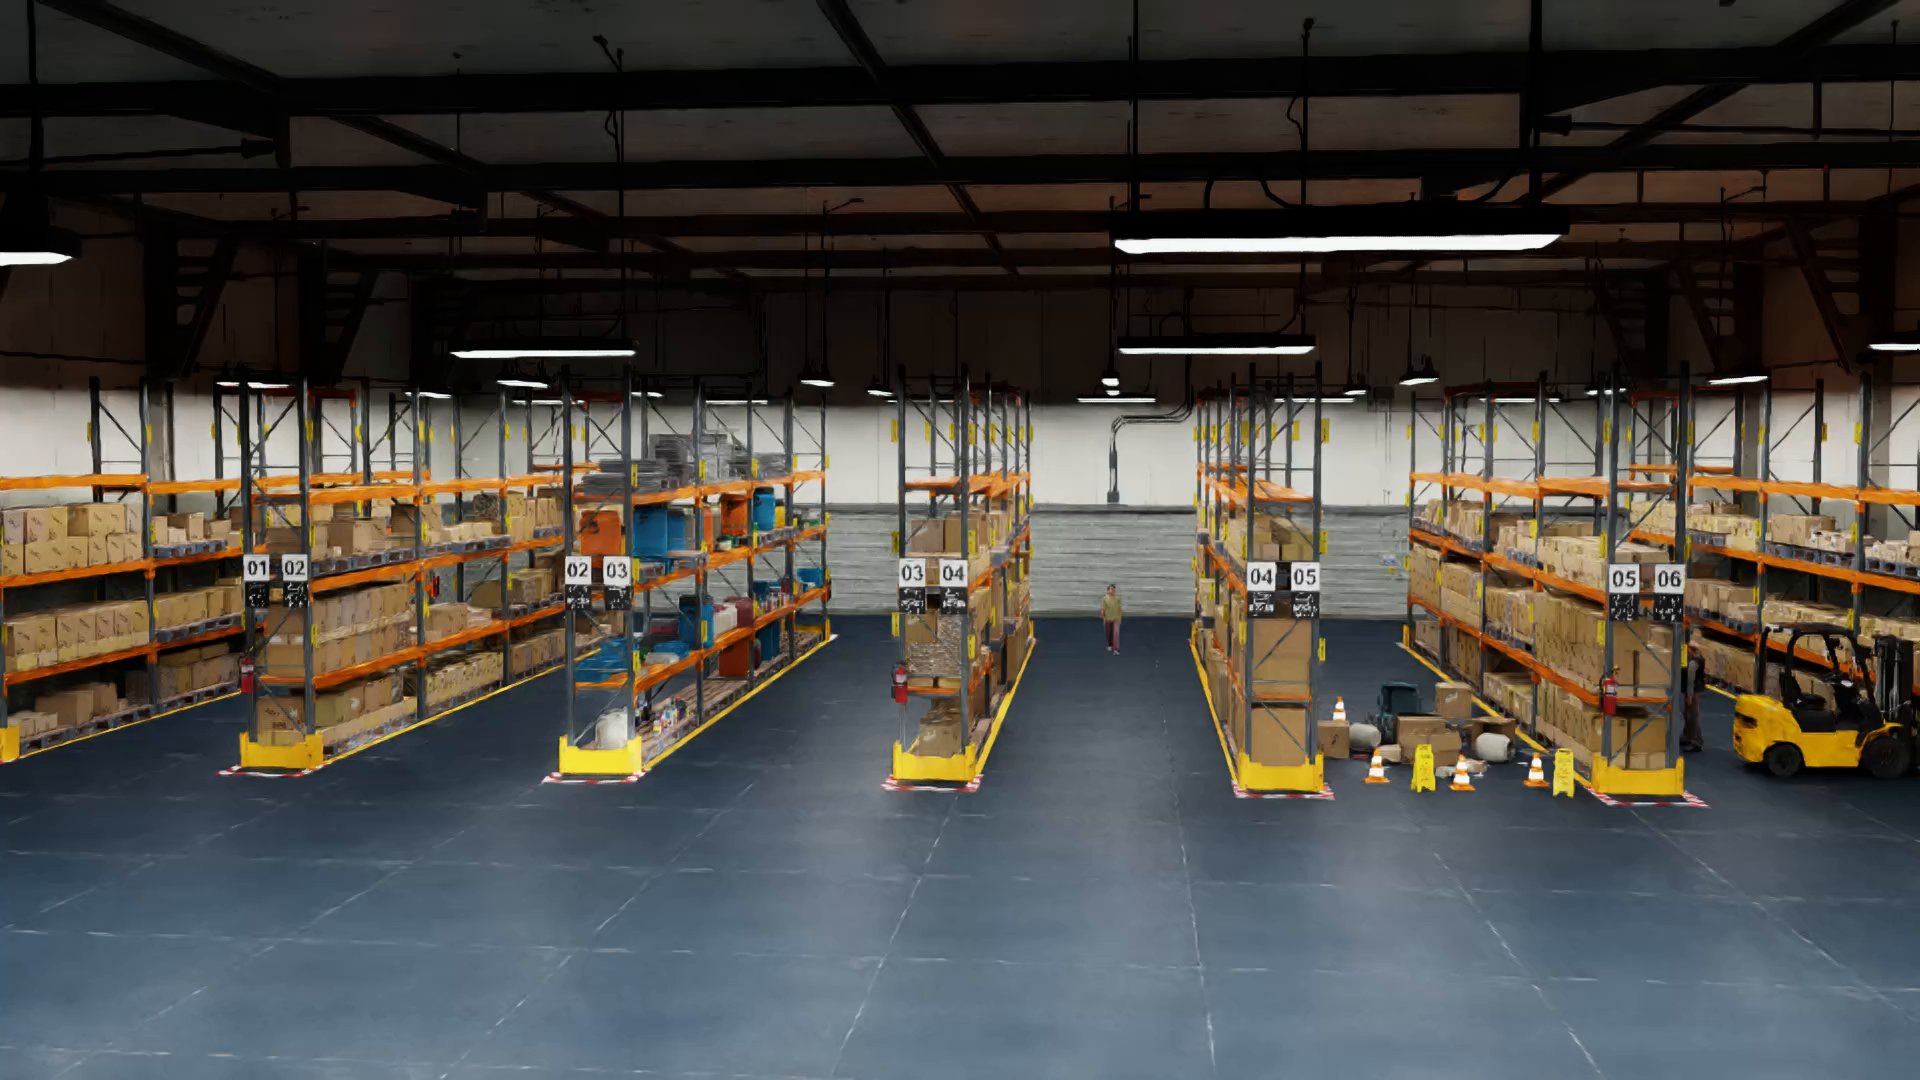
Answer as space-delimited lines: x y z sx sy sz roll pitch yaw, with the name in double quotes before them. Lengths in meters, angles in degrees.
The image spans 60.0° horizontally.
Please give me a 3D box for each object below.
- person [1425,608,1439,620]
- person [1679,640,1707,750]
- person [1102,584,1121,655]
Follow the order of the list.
"person" 12.288 1.441 43.271 0.468 1.586 0.509 4 5 44
"person" 11.555 2.445 26.339 0.494 1.713 0.578 3 5 36
"person" 3.428 1.775 37.661 0.448 1.590 1.110 0 4 8
